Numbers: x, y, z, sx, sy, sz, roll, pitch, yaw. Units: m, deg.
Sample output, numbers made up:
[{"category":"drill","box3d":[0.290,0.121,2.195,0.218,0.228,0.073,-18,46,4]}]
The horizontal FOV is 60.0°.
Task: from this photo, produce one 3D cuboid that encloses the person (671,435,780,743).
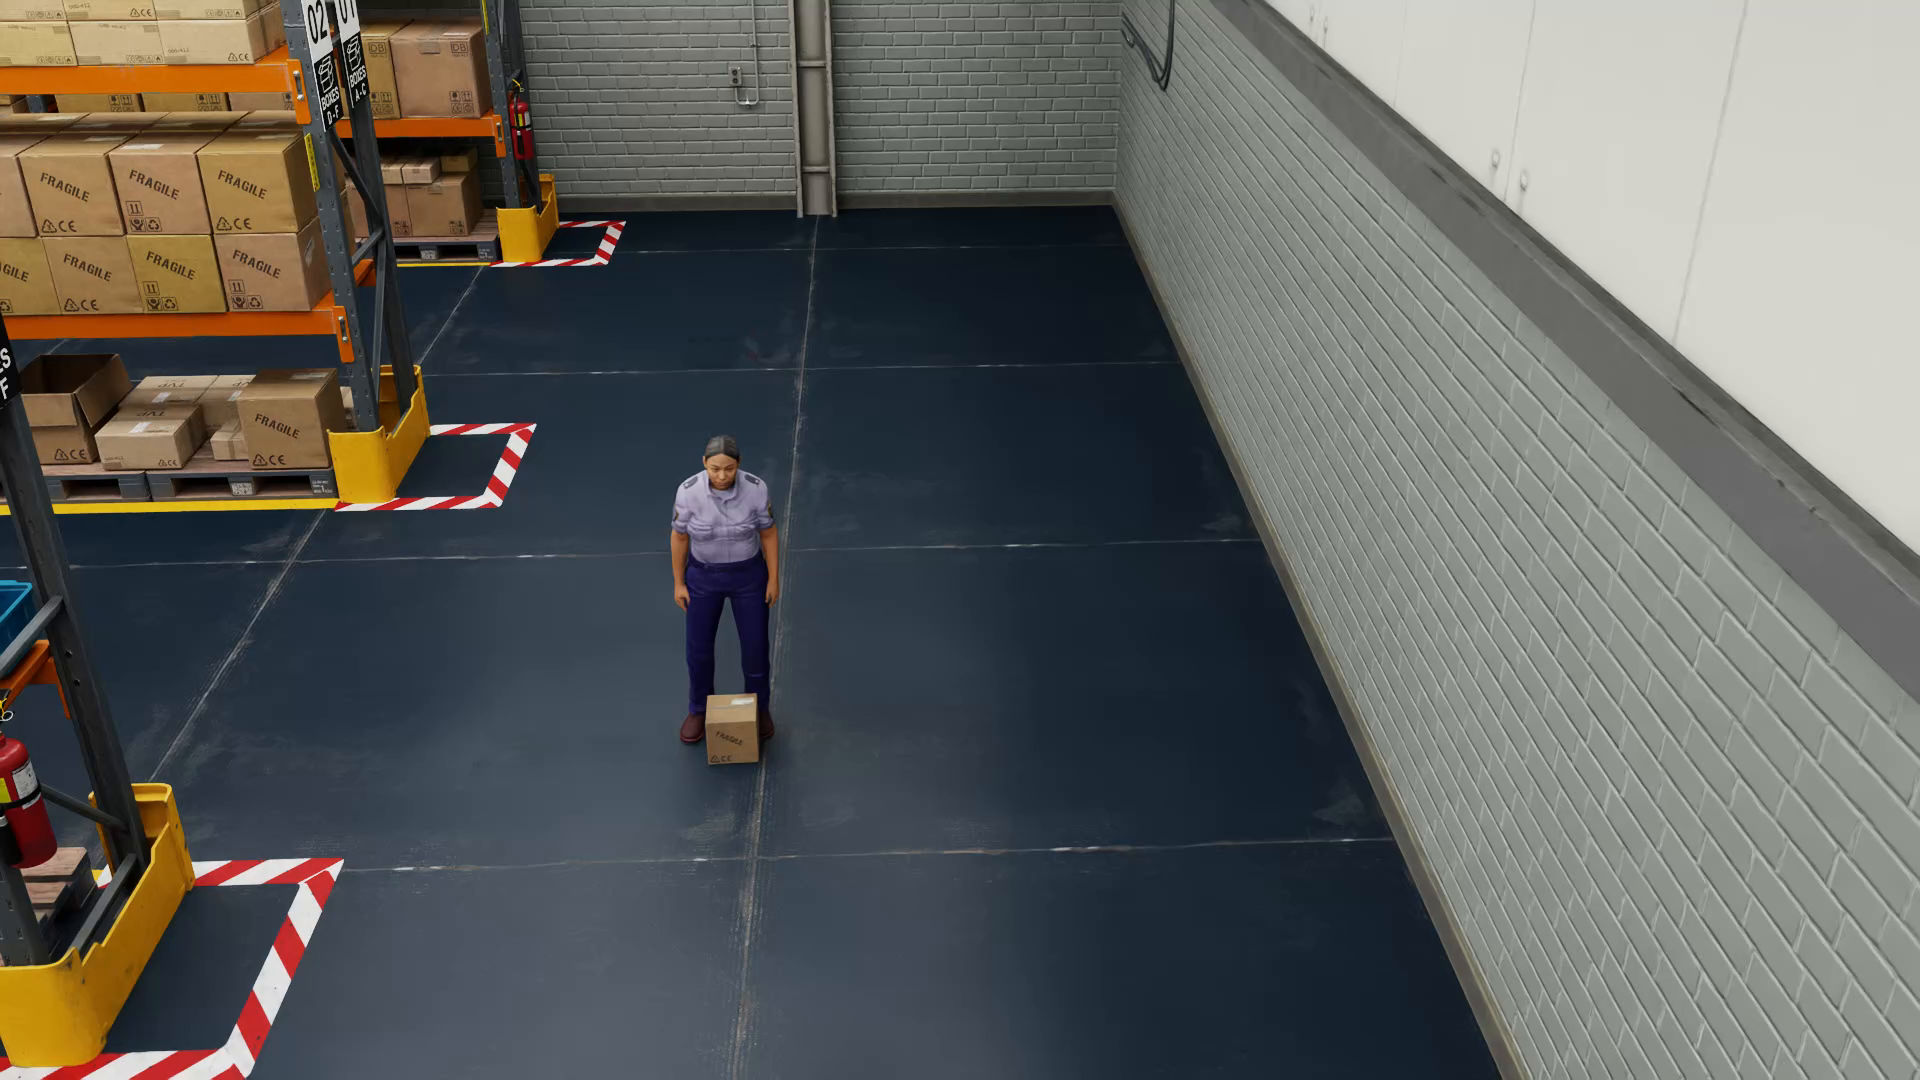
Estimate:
[{"category":"person","box3d":[-1.162,0.225,8.202,0.557,1.651,0.338,-3,28,-6]}]
